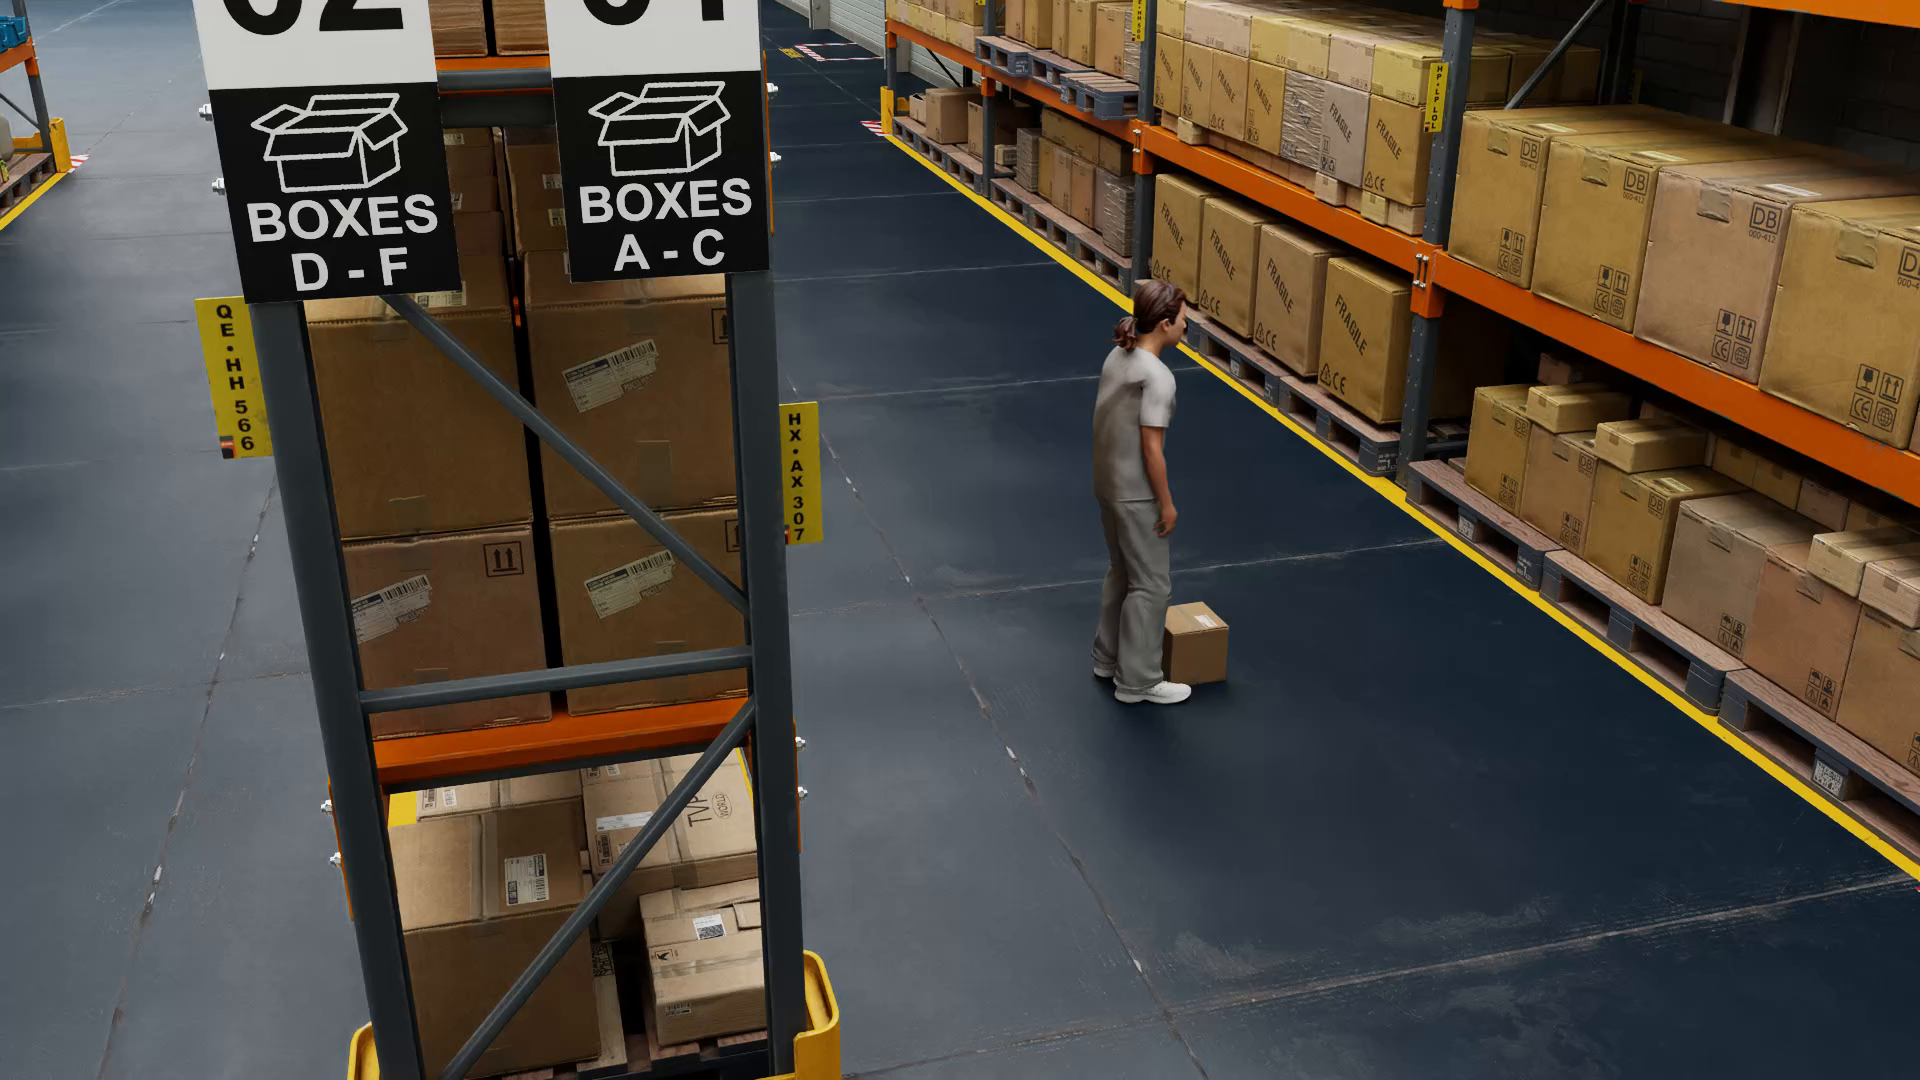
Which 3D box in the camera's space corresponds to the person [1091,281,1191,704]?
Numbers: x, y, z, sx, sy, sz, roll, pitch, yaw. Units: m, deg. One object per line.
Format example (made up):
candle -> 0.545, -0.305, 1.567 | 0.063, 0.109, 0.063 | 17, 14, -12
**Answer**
person -> 0.705, -0.187, 6.546 | 0.351, 1.667, 0.497 | -7, 24, -15
